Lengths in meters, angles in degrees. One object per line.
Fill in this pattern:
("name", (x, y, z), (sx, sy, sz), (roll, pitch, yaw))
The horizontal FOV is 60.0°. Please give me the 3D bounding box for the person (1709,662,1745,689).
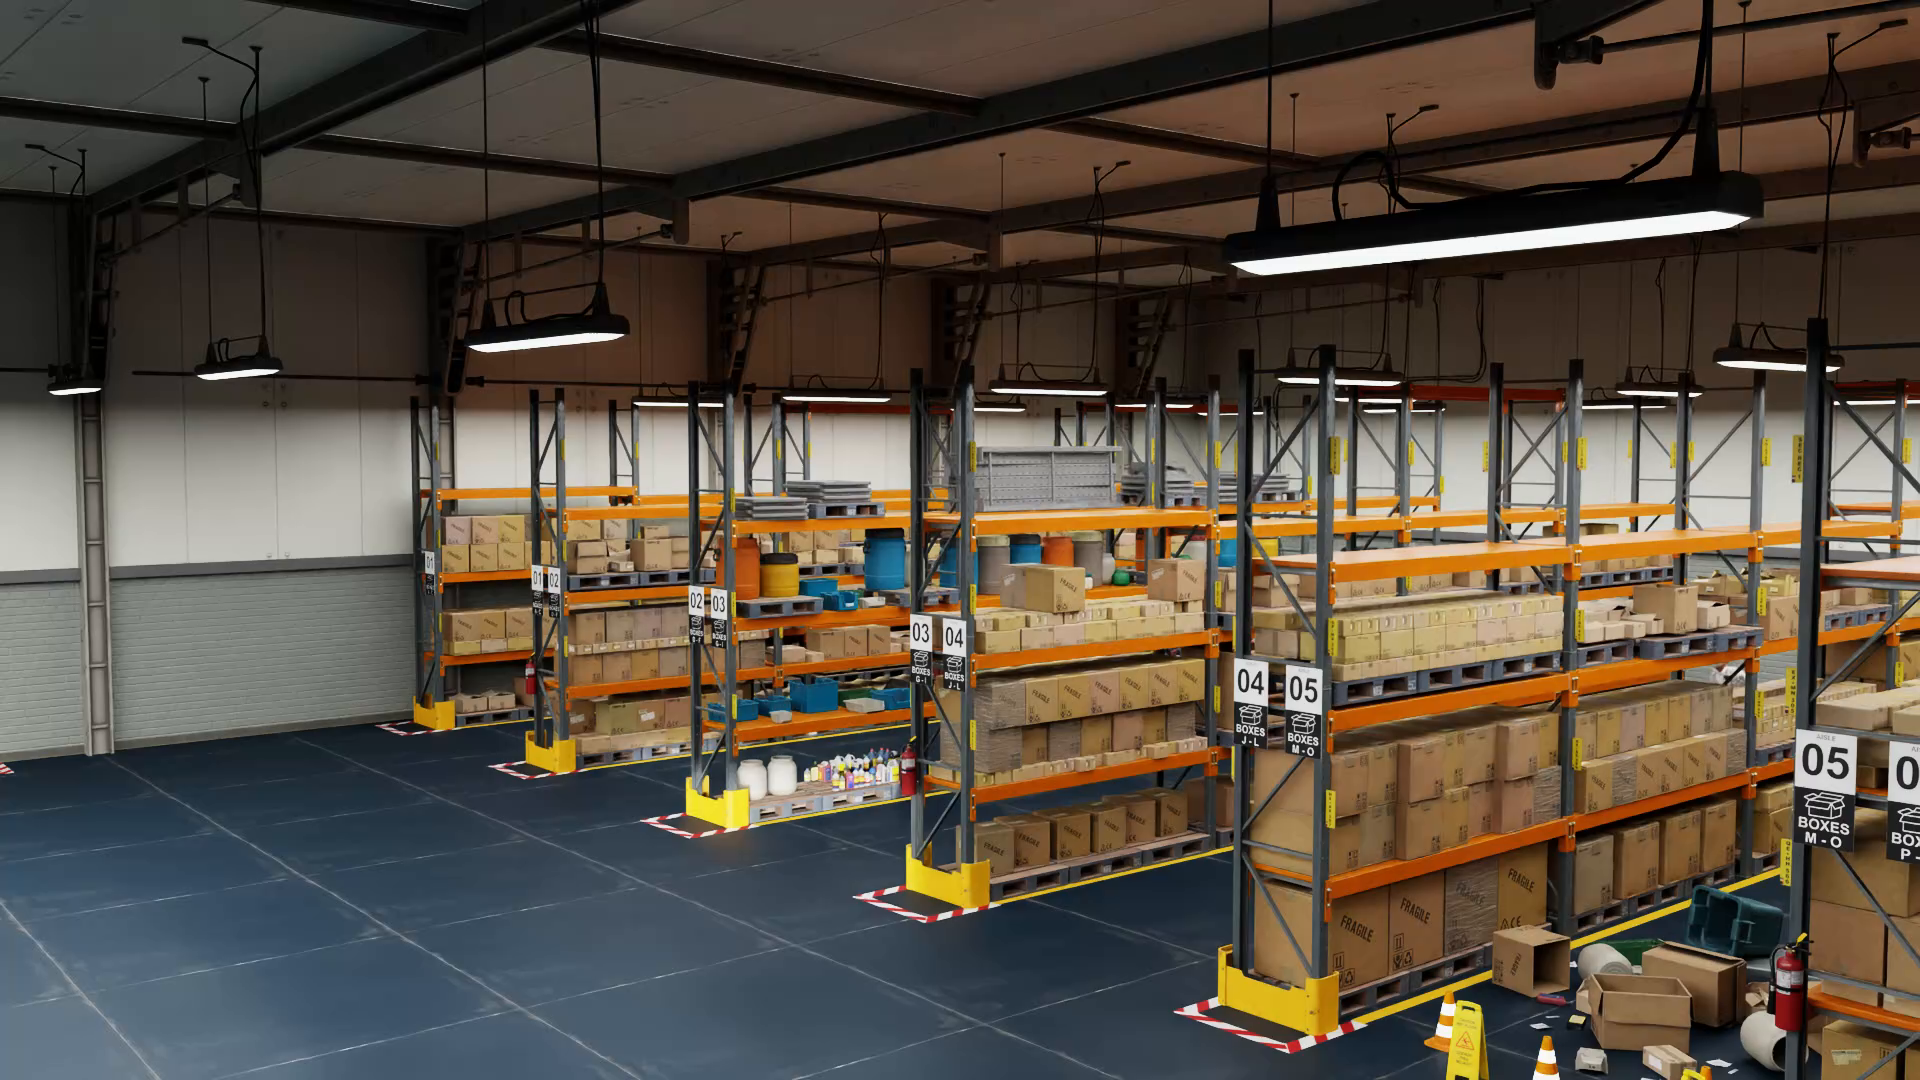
("person", (12.853, 2.692, 27.739), (0.714, 1.684, 0.715), (-2, 4, -31))
